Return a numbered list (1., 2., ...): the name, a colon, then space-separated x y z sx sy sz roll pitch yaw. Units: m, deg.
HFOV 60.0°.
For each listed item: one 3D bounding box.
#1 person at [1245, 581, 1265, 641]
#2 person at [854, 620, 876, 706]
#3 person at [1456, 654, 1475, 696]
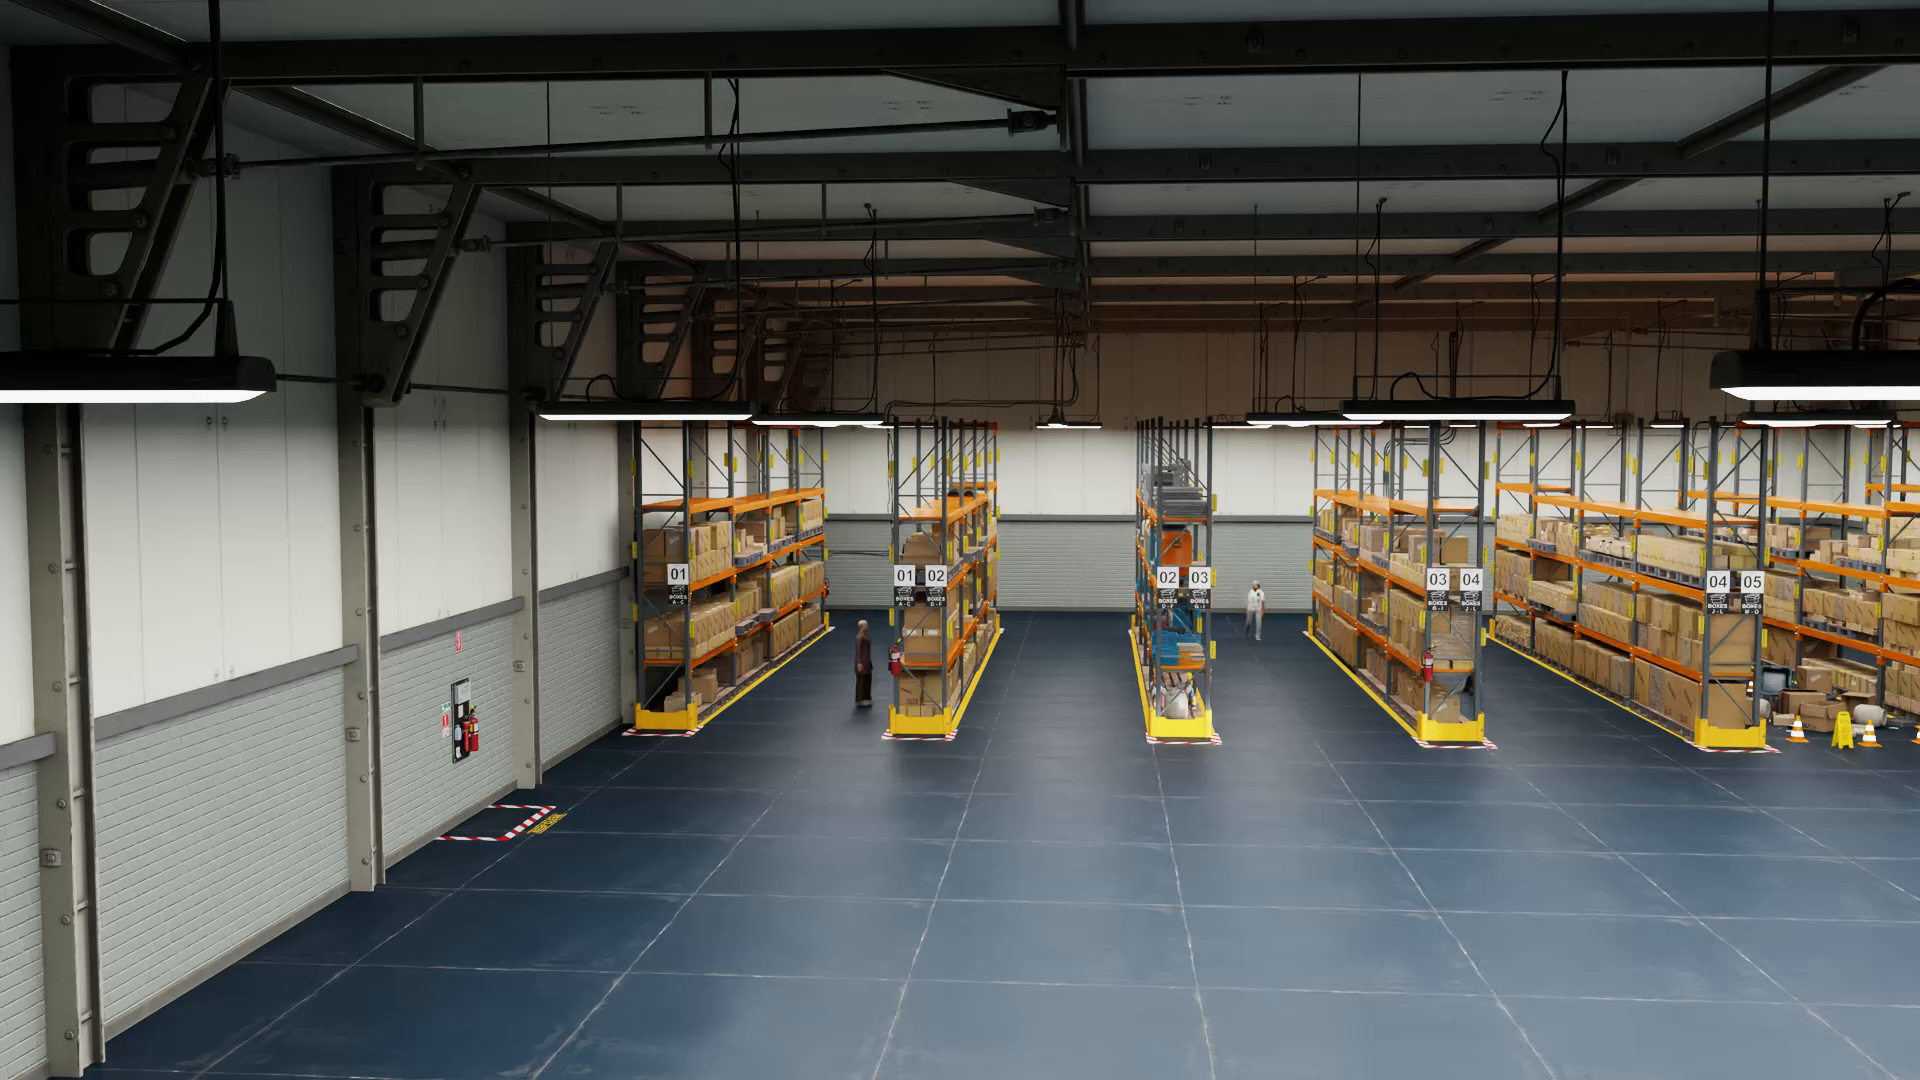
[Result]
1. person: 8.086 1.921 45.558 0.509 1.631 0.665 0 4 2
2. person: -1.995 2.644 34.762 0.411 1.721 0.668 1 4 11
3. person: 11.074 2.546 36.194 0.564 1.657 0.458 2 4 28
